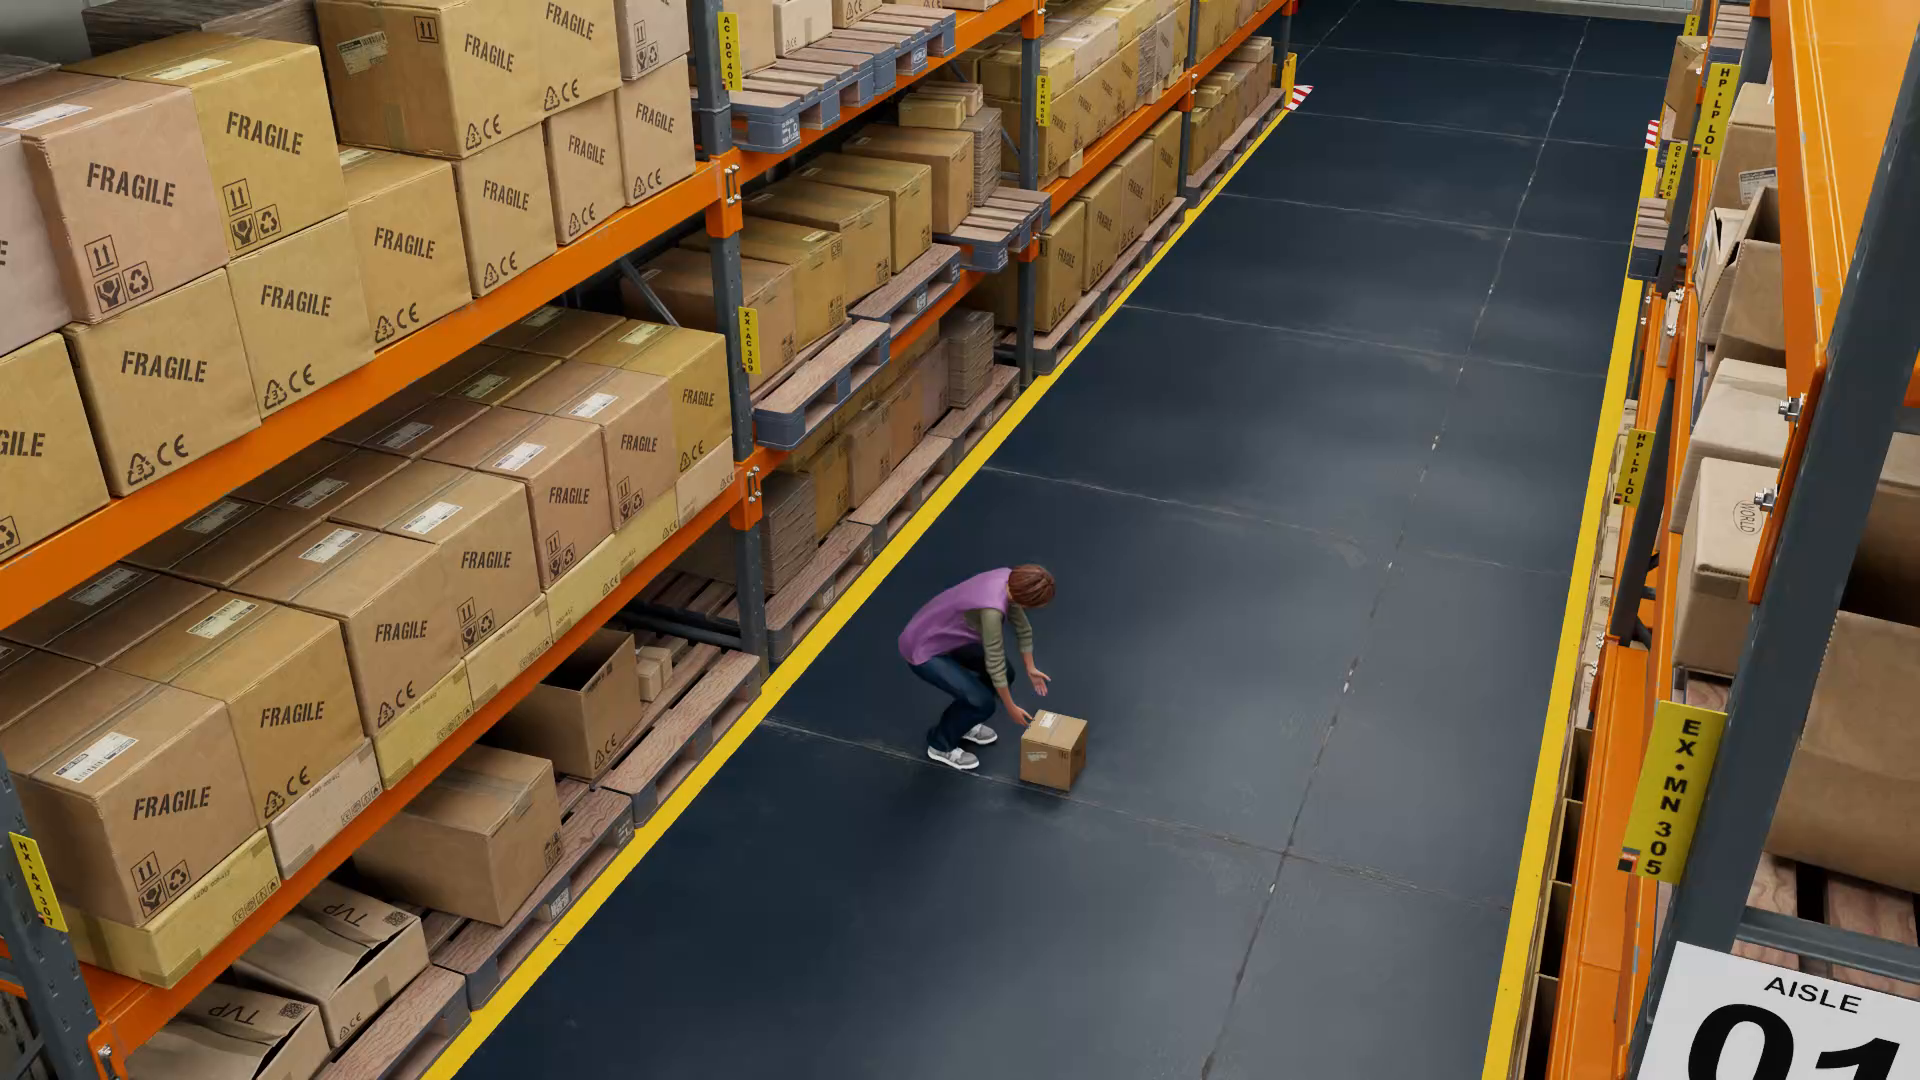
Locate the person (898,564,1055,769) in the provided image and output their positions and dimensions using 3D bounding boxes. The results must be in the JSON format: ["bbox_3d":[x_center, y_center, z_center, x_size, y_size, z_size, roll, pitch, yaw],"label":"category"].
[{"bbox_3d":[0.083,0.560,7.939,0.745,1.088,0.462,11,32,19],"label":"person"}]
